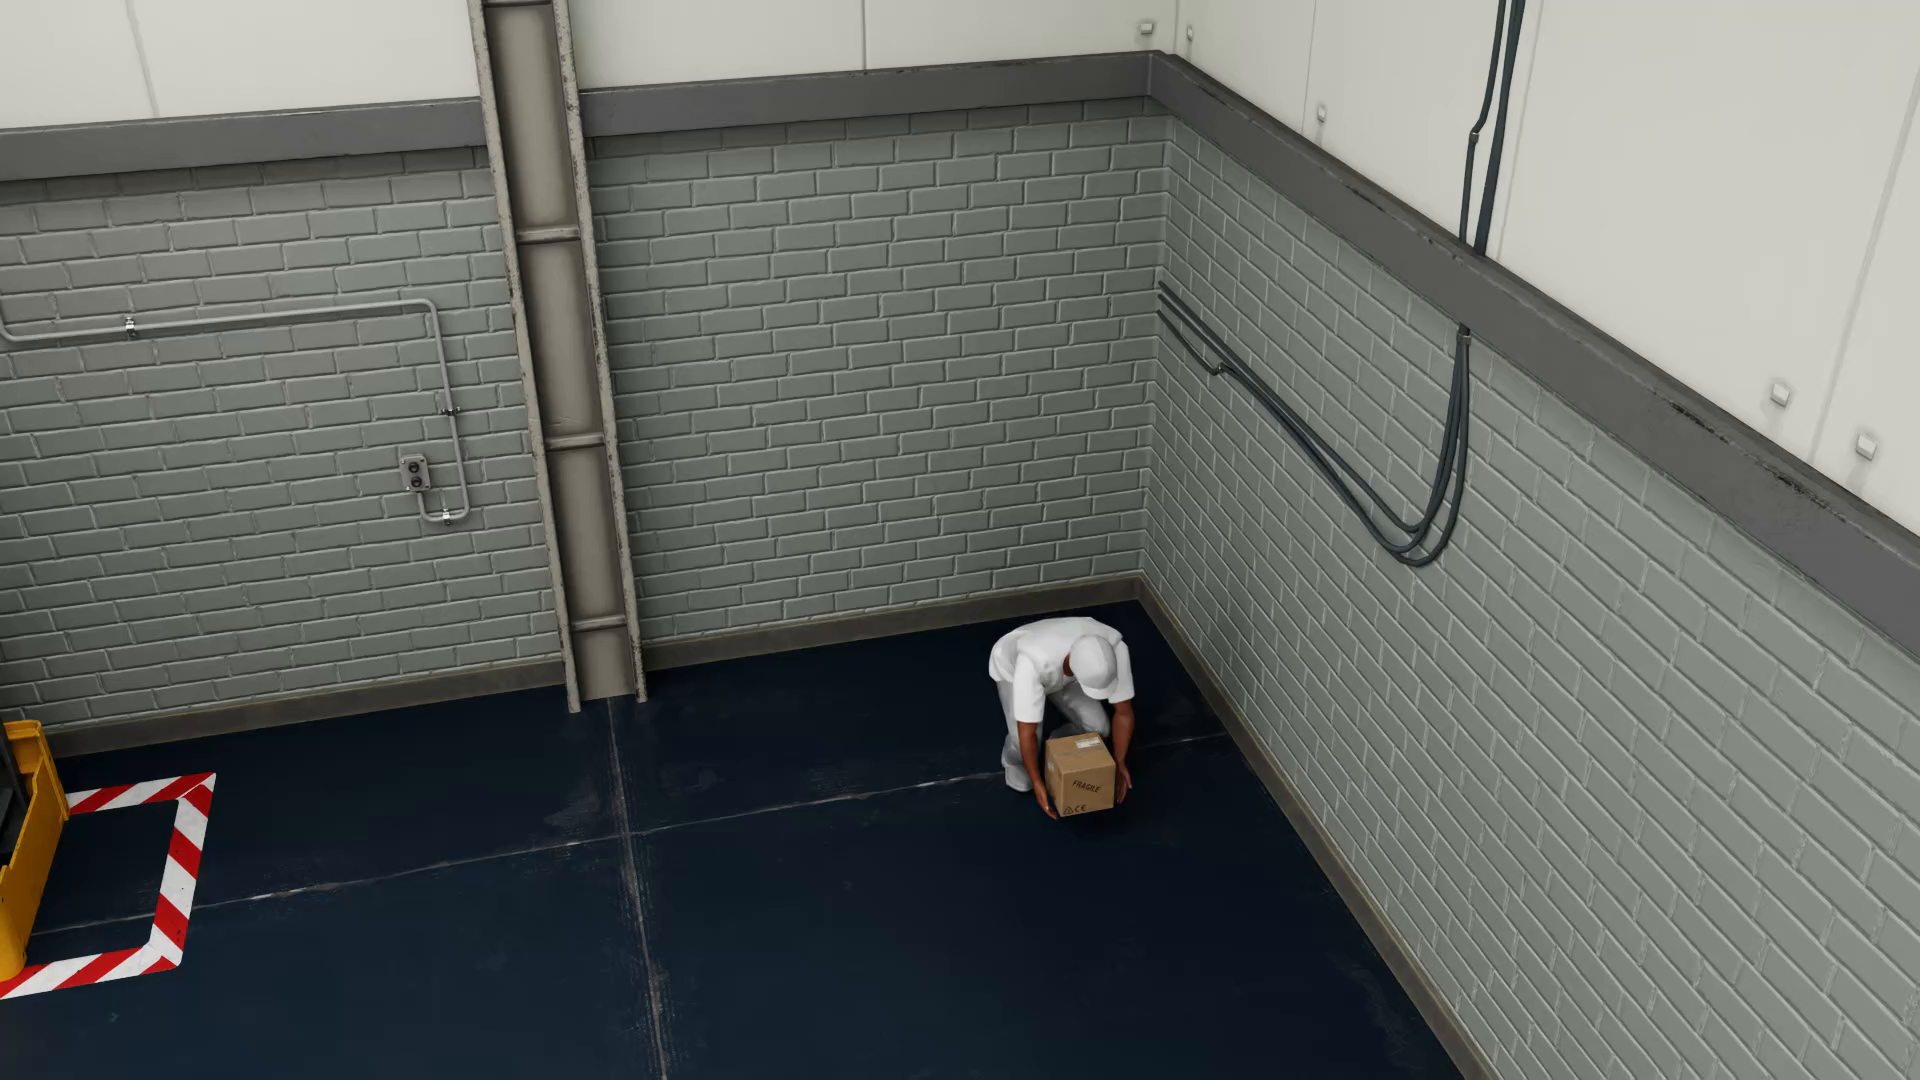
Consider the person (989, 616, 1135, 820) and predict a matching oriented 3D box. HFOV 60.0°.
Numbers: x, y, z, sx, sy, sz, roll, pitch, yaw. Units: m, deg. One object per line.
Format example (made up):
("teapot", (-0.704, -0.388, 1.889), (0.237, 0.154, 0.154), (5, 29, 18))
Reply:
("person", (0.478, 0.726, 7.705), (0.583, 1.028, 0.886), (-8, 31, -13))
